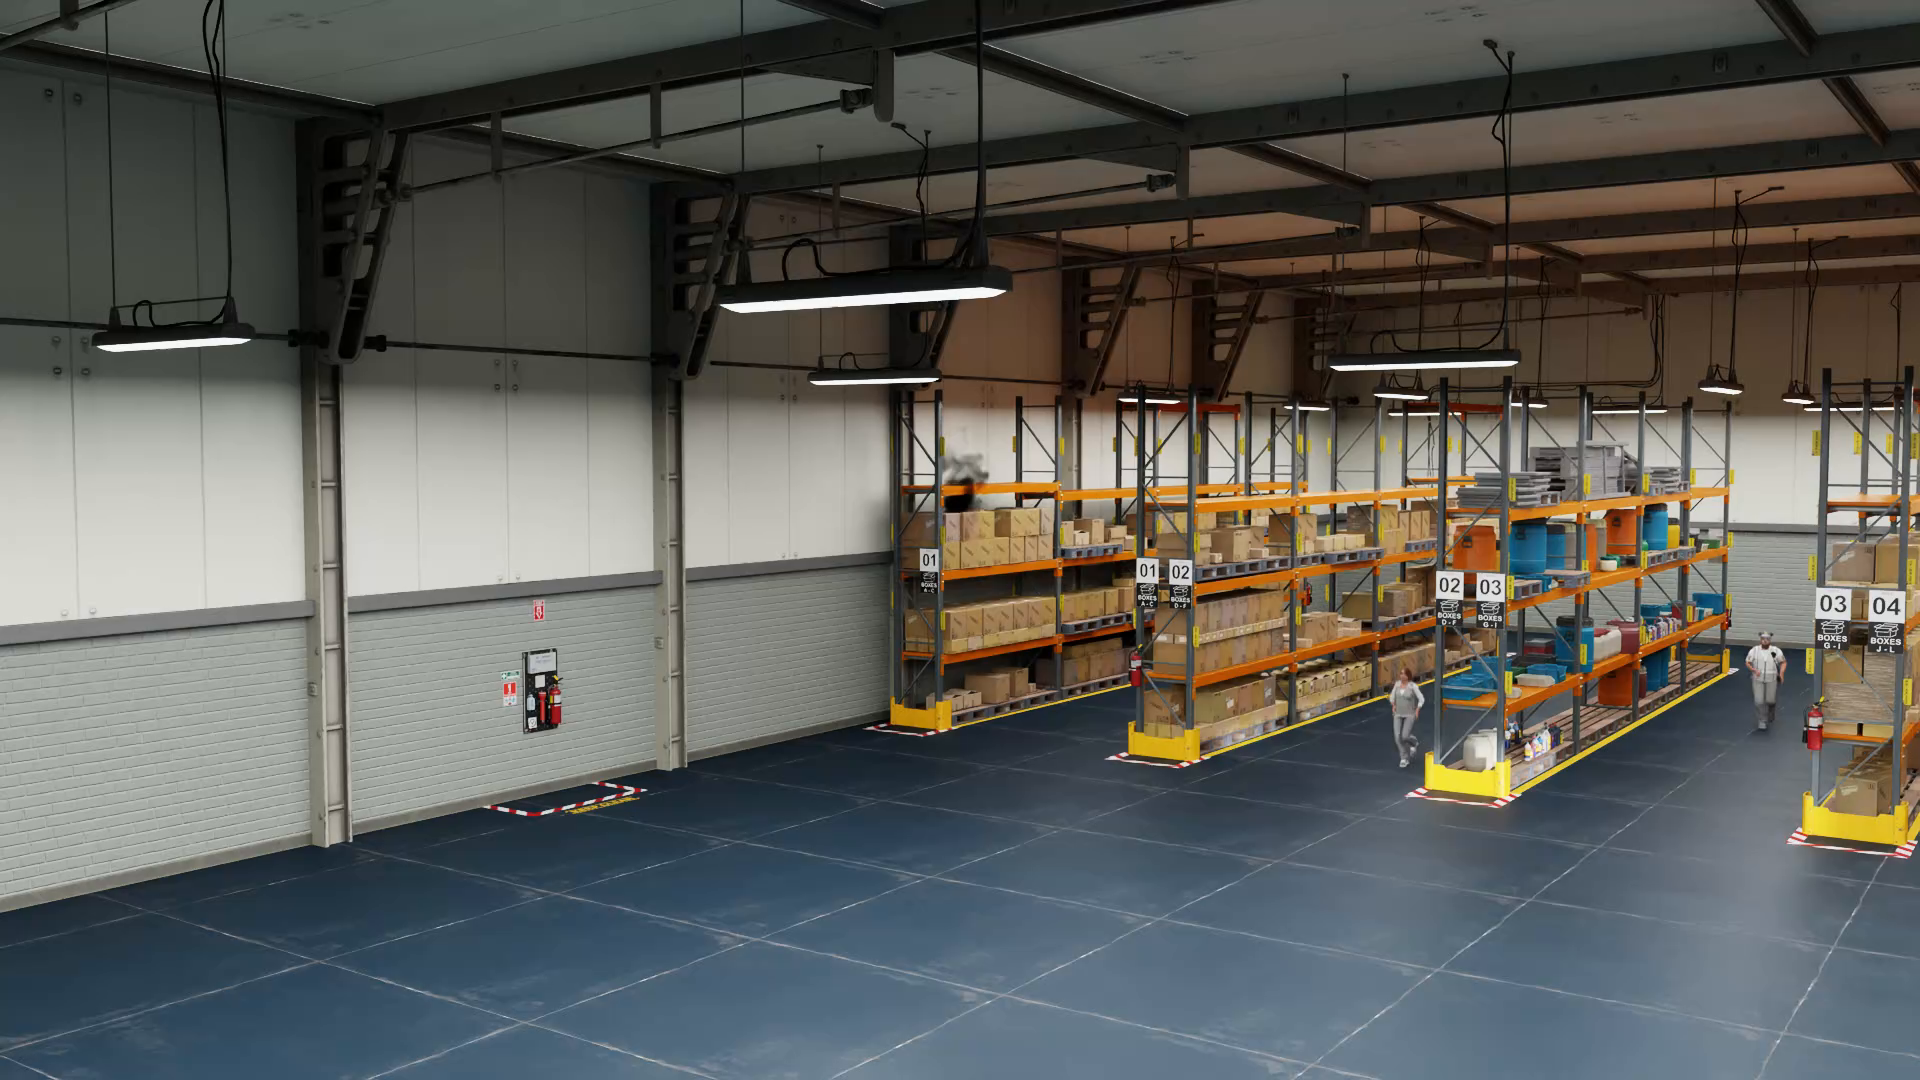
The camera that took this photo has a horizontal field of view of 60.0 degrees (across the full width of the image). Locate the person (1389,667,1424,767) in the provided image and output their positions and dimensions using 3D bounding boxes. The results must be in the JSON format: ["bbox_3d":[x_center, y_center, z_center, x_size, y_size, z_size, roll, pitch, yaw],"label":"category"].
[{"bbox_3d":[6.965,2.771,26.042,0.539,1.554,0.546,2,4,35],"label":"person"}]

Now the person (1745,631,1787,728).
[{"bbox_3d":[14.294,2.476,29.518,0.660,1.743,0.595,2,4,27],"label":"person"}]
